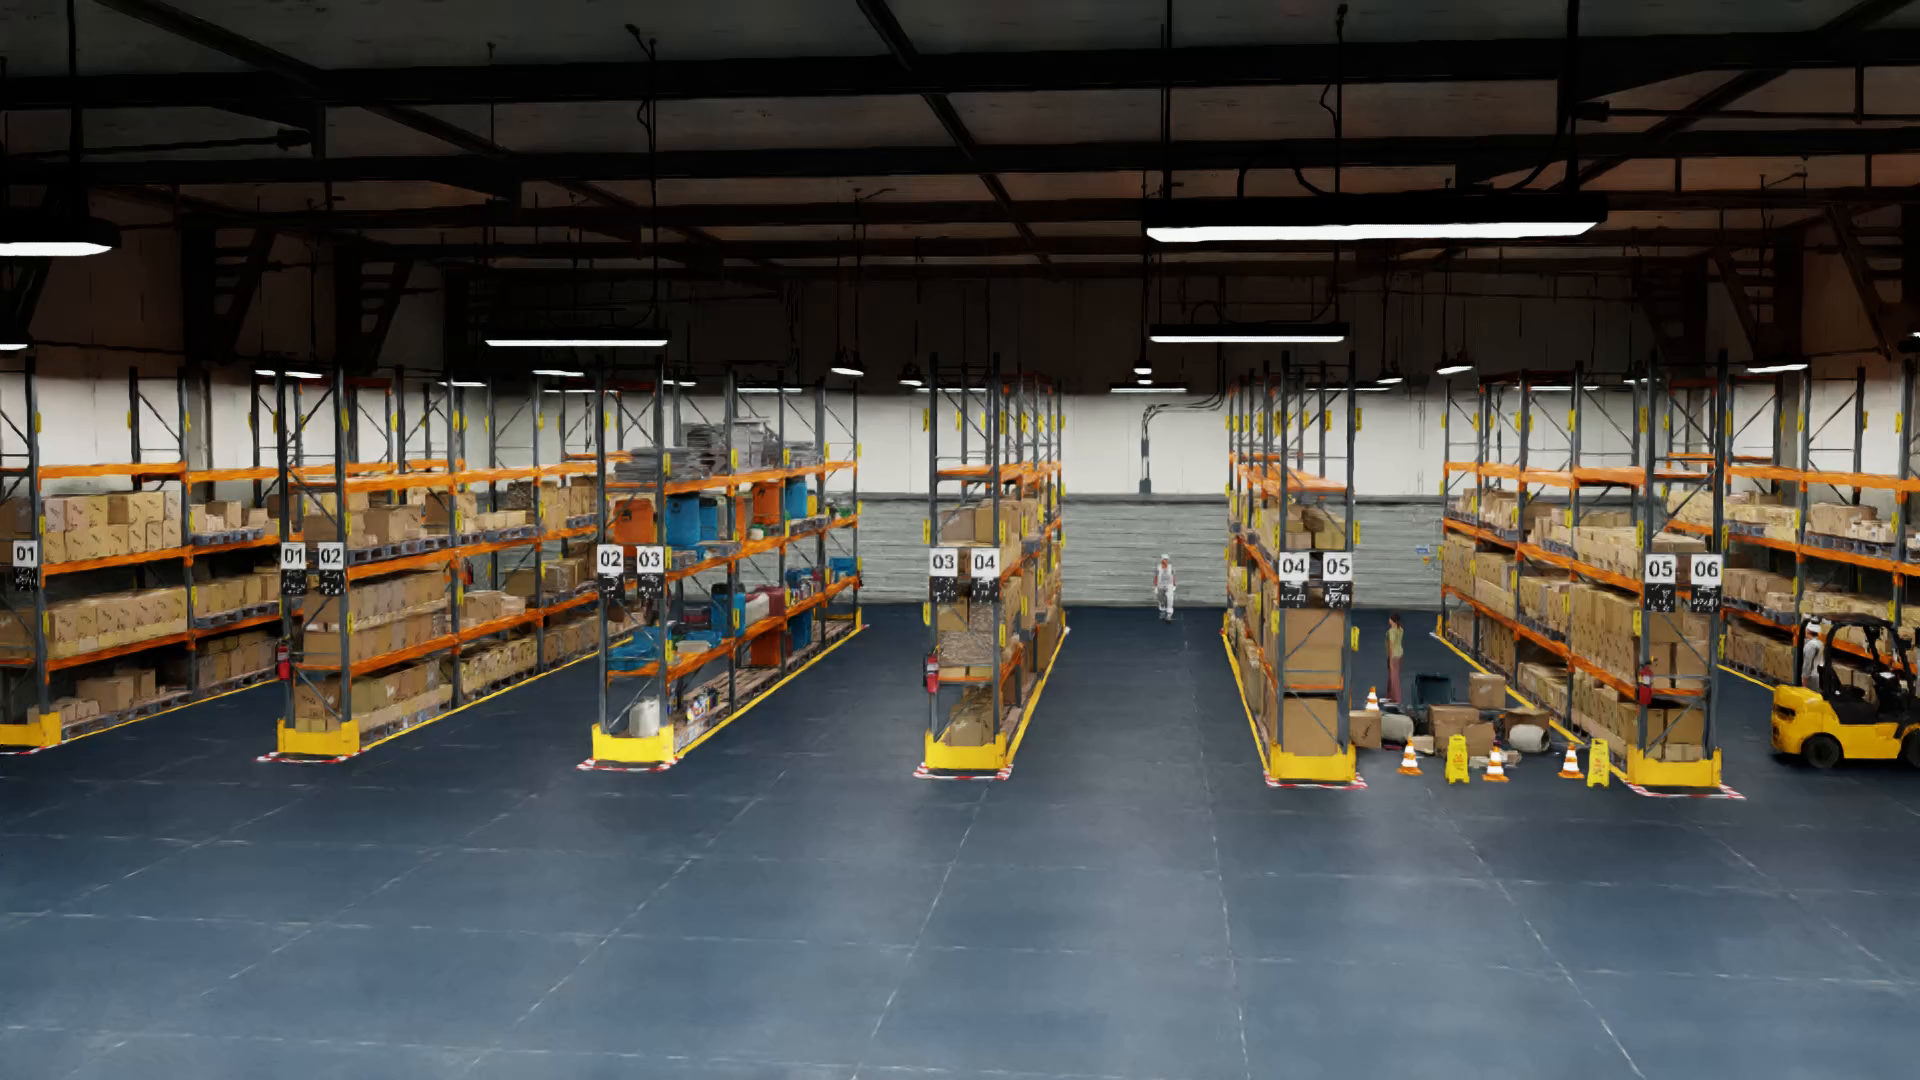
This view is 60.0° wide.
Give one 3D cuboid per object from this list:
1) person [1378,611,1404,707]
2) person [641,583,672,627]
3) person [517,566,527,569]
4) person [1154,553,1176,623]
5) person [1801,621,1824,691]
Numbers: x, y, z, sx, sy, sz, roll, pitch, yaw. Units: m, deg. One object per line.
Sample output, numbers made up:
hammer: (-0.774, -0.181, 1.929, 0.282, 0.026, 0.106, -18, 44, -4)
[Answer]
person: (7.590, 2.084, 29.261, 0.482, 1.674, 0.492, 3, 5, 37)
person: (-6.746, 1.530, 36.939, 0.729, 1.733, 0.546, 0, 4, 5)
person: (-10.347, 1.412, 39.380, 0.592, 1.629, 0.526, 0, 4, 4)
person: (5.139, 1.184, 41.715, 0.553, 1.709, 1.123, 1, 4, 9)
person: (13.770, 2.198, 26.963, 0.575, 1.768, 0.634, 3, 5, 33)
